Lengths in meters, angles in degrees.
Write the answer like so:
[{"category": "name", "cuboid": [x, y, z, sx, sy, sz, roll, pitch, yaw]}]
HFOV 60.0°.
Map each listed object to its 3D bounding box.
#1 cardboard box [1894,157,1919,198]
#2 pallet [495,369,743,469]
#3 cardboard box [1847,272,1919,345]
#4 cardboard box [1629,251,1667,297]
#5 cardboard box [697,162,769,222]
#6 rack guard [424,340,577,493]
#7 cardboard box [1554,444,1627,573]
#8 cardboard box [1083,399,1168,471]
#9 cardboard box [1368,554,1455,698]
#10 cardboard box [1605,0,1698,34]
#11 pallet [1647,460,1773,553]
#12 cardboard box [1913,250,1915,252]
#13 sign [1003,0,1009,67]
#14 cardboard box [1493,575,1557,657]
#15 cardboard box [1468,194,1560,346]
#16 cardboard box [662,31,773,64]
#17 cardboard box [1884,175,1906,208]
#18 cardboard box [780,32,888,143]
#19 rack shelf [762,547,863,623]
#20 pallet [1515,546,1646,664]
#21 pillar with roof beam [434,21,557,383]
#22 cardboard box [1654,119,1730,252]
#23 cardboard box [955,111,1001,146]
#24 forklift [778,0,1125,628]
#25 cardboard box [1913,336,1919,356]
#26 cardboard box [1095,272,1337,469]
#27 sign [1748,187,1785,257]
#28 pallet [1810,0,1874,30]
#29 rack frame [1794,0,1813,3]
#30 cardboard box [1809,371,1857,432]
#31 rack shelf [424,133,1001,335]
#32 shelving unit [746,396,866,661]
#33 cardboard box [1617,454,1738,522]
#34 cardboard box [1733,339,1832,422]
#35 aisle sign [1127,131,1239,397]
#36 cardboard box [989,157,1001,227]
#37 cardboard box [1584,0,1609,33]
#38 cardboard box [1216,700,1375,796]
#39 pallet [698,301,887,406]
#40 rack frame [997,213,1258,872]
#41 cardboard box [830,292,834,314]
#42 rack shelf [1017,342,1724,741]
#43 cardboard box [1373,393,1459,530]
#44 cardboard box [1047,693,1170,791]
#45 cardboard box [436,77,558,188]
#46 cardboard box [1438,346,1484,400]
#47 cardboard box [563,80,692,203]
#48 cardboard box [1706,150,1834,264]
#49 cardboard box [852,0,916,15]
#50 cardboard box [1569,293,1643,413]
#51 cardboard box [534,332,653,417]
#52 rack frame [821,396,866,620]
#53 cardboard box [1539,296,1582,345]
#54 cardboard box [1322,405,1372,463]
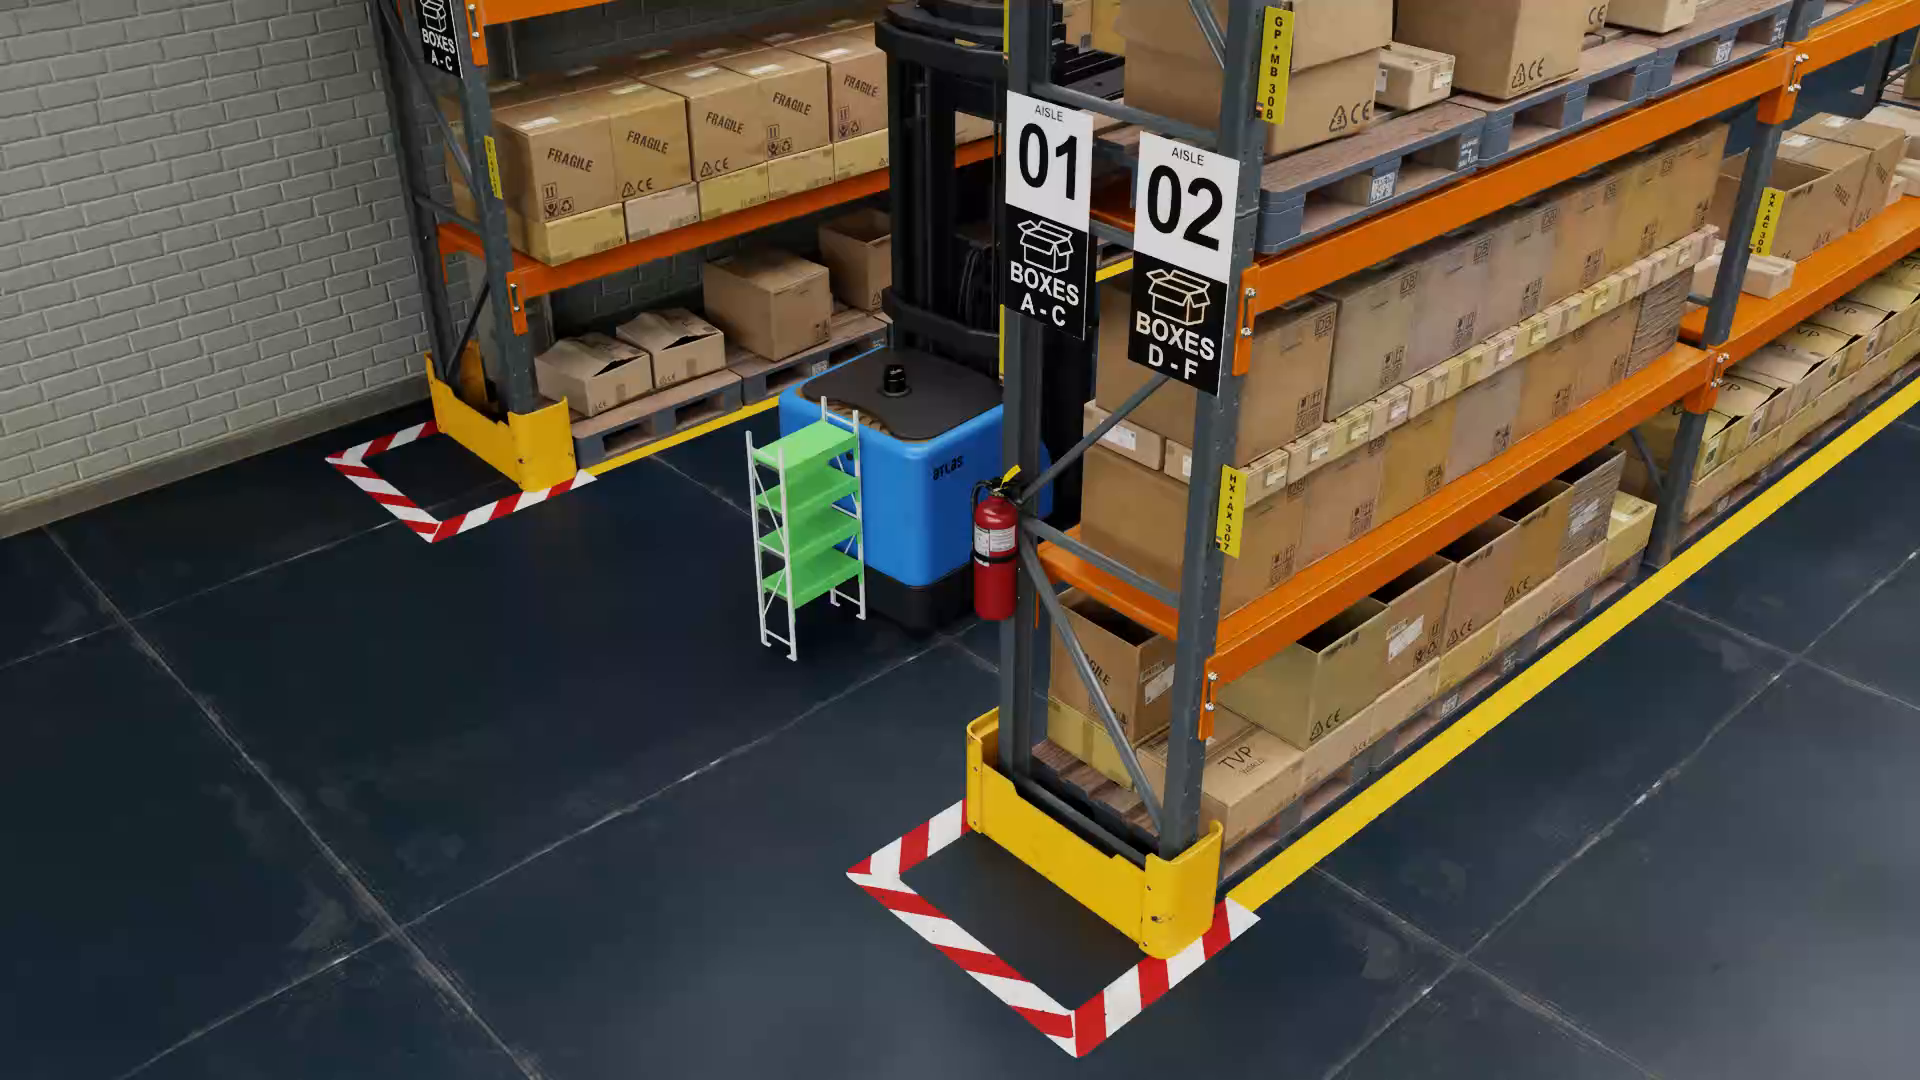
[{"category": "cardboard box", "cuboid": [5.937, -2.212, 10.233, 0.250, 0.149, 0.380, -26, 40, -35]}, {"category": "pallet", "cuboid": [-2.153, -0.912, 10.539, 1.213, 0.211, 1.003, -26, 40, -35]}, {"category": "cardboard box", "cuboid": [5.816, -1.523, 10.560, 0.500, 0.311, 0.500, -27, 40, -36]}, {"category": "cardboard box", "cuboid": [3.049, -1.285, 7.759, 0.250, 0.149, 0.380, -27, 41, -37]}, {"category": "cardboard box", "cuboid": [-1.506, -2.164, 10.039, 0.500, 0.250, 0.500, -27, 40, -36]}, {"category": "rack guard", "cuboid": [-2.772, -0.761, 10.015, 0.348, 0.500, 1.175, -26, 40, -35]}, {"category": "cardboard box", "cuboid": [2.910, -0.230, 8.266, 0.500, 0.500, 0.500, -26, 40, -35]}, {"category": "cardboard box", "cuboid": [0.693, -0.434, 6.367, 0.250, 0.149, 0.380, -27, 40, -36]}, {"category": "cardboard box", "cuboid": [1.811, 0.302, 7.395, 0.500, 0.500, 0.500, -26, 40, -35]}, {"category": "cardboard box", "cuboid": [2.777, -2.204, 6.808, 0.250, 0.149, 0.380, -26, 40, -35]}, {"category": "pallet", "cuboid": [3.990, -0.412, 9.721, 1.213, 0.211, 1.003, -26, 40, -35]}, {"category": "cardboard box", "cuboid": [6.935, -2.287, 12.089, 0.500, 0.500, 0.500, -24, 39, -34]}, {"category": "sign", "cuboid": [0.184, -1.743, 5.576, 0.005, 0.325, 0.100, -26, 40, -35]}, {"category": "cardboard box", "cuboid": [2.555, 0.273, 8.161, 0.500, 0.250, 0.500, -26, 40, -35]}, {"category": "cardboard box", "cuboid": [2.051, -1.228, 7.043, 0.500, 0.500, 0.700, -26, 40, -35]}, {"category": "cardboard box", "cuboid": [-1.506, -2.852, 10.444, 0.500, 0.500, 0.500, -25, 39, -35]}, {"category": "cardboard box", "cuboid": [5.512, -2.163, 10.153, 0.250, 0.149, 0.380, -23, 38, -32]}, {"category": "cardboard box", "cuboid": [-0.770, -2.844, 10.431, 0.500, 0.500, 0.500, -27, 41, -37]}, {"category": "rack shelf", "cuboid": [-0.744, 0.210, 8.339, 0.258, 0.148, 0.480, 25, 39, 35]}, {"category": "pallet", "cuboid": [2.864, 0.130, 8.834, 1.213, 0.211, 1.003, -26, 40, -35]}, {"category": "pillar with roof beam", "cuboid": [0.024, -3.292, 6.008, 0.400, 9.000, 9.100, -26, 40, -35]}, {"category": "cardboard box", "cuboid": [3.155, -1.762, 7.916, 0.500, 0.500, 0.700, -26, 40, -35]}, {"category": "cardboard box", "cuboid": [-0.036, -2.880, 11.208, 0.500, 0.250, 0.500, -26, 40, -35]}, {"category": "forklift", "cuboid": [0.418, -1.494, 8.883, 1.130, 2.935, 3.031, 25, 39, 35]}, {"category": "cardboard box", "cuboid": [6.189, -1.470, 11.012, 0.500, 0.250, 0.500, -25, 39, -34]}, {"category": "cardboard box", "cuboid": [0.933, -0.682, 6.151, 0.500, 0.500, 0.700, -26, 40, -35]}, {"category": "sign", "cuboid": [3.854, -1.517, 7.949, 0.005, 0.325, 0.100, -26, 40, -35]}, {"category": "pallet", "cuboid": [4.114, -2.841, 8.329, 0.805, 0.209, 1.217, 27, 41, 37]}, {"category": "rack frame", "cuboid": [3.476, -3.885, 6.977, 0.127, 3.000, 1.000, -26, 40, -35]}, {"category": "cardboard box", "cuboid": [5.068, -0.925, 10.121, 0.500, 0.250, 0.500, -25, 39, -35]}, {"category": "rack shelf", "cuboid": [-1.361, -2.203, 10.666, 4.000, 0.370, 1.077, -26, 40, -35]}, {"category": "shelving unit", "cuboid": [-0.744, -0.049, 8.181, 0.258, 1.200, 0.503, 25, 39, 35]}, {"category": "cardboard box", "cuboid": [3.940, -0.380, 9.229, 0.500, 0.250, 0.500, -27, 40, -37]}, {"category": "cardboard box", "cuboid": [4.698, -0.982, 9.675, 0.500, 0.311, 0.500, -27, 41, -37]}, {"category": "aisle sign", "cuboid": [0.703, -0.875, 5.314, 0.004, 0.787, 0.394, -26, 40, -35]}, {"category": "cardboard box", "cuboid": [0.634, -2.608, 12.614, 0.500, 0.500, 0.700, -24, 39, -34]}, {"category": "cardboard box", "cuboid": [2.183, -2.352, 6.710, 0.637, 0.503, 0.797, -21, 37, -30]}, {"category": "cardboard box", "cuboid": [1.451, 0.804, 7.294, 0.500, 0.250, 0.500, -26, 40, -35]}, {"category": "pallet", "cuboid": [-1.258, -1.343, 11.243, 1.213, 0.211, 1.003, -26, 40, -35]}, {"category": "rack frame", "cuboid": [0.543, 0.094, 6.222, 0.127, 3.000, 1.000, -26, 40, -35]}, {"category": "cardboard box", "cuboid": [-1.081, -1.631, 11.353, 0.380, 0.149, 0.250, 26, 40, 35]}, {"category": "rack shelf", "cuboid": [2.009, -0.309, 7.570, 4.000, 0.370, 1.077, -26, 40, -35]}, {"category": "cardboard box", "cuboid": [1.644, -0.472, 7.050, 0.500, 0.500, 0.700, -26, 40, -35]}, {"category": "cardboard box", "cuboid": [0.735, 0.784, 7.325, 0.500, 0.250, 0.500, -26, 40, -35]}, {"category": "cardboard box", "cuboid": [-2.627, -2.313, 9.563, 0.500, 0.500, 0.500, -26, 40, -36]}, {"category": "cardboard box", "cuboid": [1.920, -0.740, 6.868, 0.250, 0.149, 0.380, -26, 40, -36]}, {"category": "cardboard box", "cuboid": [-1.904, -2.290, 9.526, 0.500, 0.500, 0.500, -26, 40, -35]}, {"category": "cardboard box", "cuboid": [4.436, -1.821, 9.257, 0.500, 0.500, 0.500, -23, 38, -32]}, {"category": "cardboard box", "cuboid": [-0.382, -3.397, 11.335, 0.500, 0.500, 0.500, -27, 40, -36]}, {"category": "cardboard box", "cuboid": [2.773, -1.019, 7.945, 0.500, 0.500, 0.700, -26, 40, -36]}, {"category": "cardboard box", "cuboid": [-2.260, -1.052, 10.250, 0.500, 0.311, 0.500, 24, 39, 34]}, {"category": "rack frame", "cuboid": [-0.581, -0.144, 8.335, 0.240, 1.200, 0.015, 25, 39, 35]}, {"category": "cardboard box", "cuboid": [2.490, -1.016, 7.319, 0.250, 0.149, 0.380, -25, 39, -34]}, {"category": "cardboard box", "cuboid": [1.353, -0.465, 6.418, 0.250, 0.149, 0.380, -26, 40, -35]}]
